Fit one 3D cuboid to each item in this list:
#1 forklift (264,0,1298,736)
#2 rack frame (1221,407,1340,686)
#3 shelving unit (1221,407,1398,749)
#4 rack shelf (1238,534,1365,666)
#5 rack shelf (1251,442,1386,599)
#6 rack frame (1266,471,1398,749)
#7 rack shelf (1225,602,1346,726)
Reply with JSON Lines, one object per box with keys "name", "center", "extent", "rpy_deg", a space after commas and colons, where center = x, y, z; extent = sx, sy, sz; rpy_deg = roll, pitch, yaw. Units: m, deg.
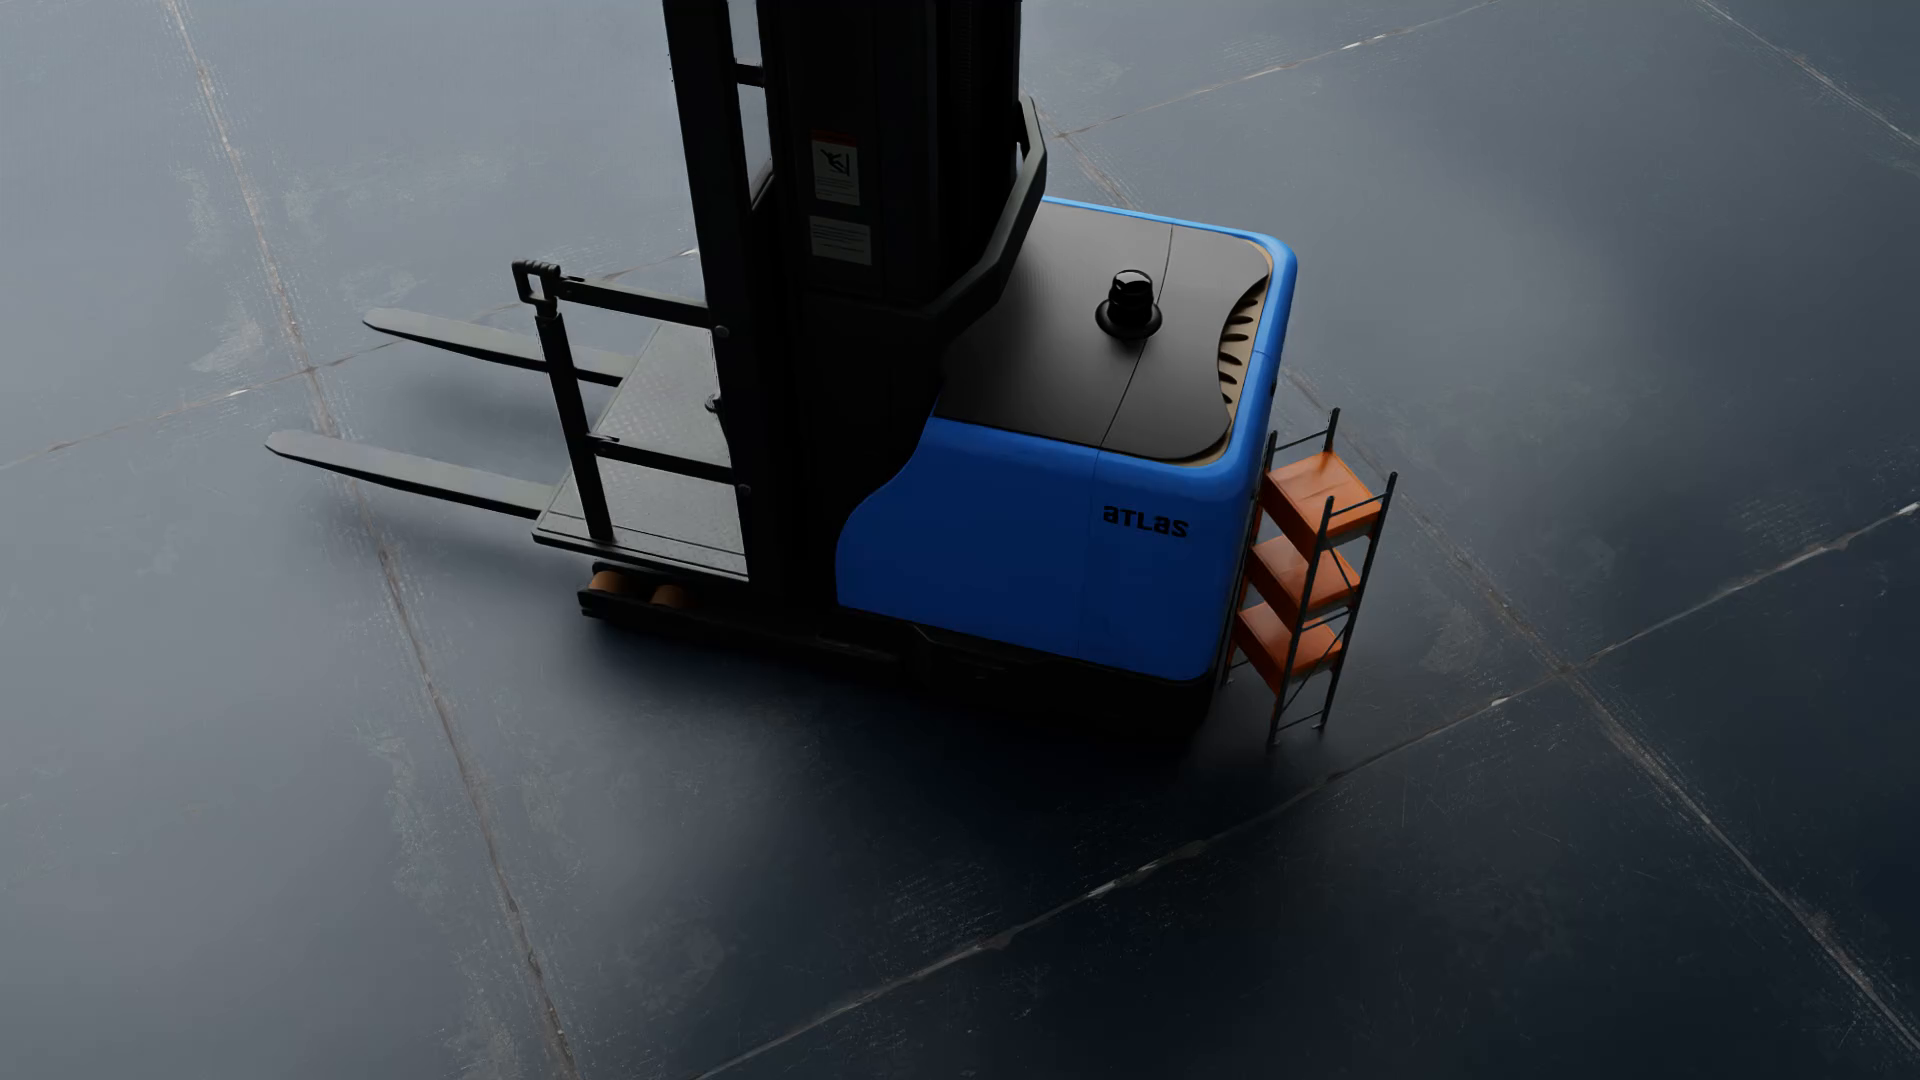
{"name": "forklift", "center": [-0.637, -1.042, 4.214], "extent": [3.031, 2.935, 1.130], "rpy_deg": [12, 50, 10]}
{"name": "rack frame", "center": [0.856, 0.048, 4.510], "extent": [0.200, 1.050, 0.008], "rpy_deg": [-20, 52, -17]}
{"name": "shelving unit", "center": [0.909, 0.131, 4.438], "extent": [0.215, 1.050, 0.252], "rpy_deg": [-20, 52, -17]}
{"name": "rack shelf", "center": [0.909, 0.138, 4.446], "extent": [0.215, 0.259, 0.240], "rpy_deg": [-20, 52, -17]}
{"name": "rack shelf", "center": [0.909, -0.049, 4.232], "extent": [0.215, 0.259, 0.240], "rpy_deg": [-20, 52, -17]}
{"name": "rack frame", "center": [0.963, 0.214, 4.366], "extent": [0.200, 1.050, 0.008], "rpy_deg": [-20, 52, -17]}
{"name": "rack shelf", "center": [0.909, 0.321, 4.655], "extent": [0.215, 0.259, 0.240], "rpy_deg": [-20, 52, -17]}
